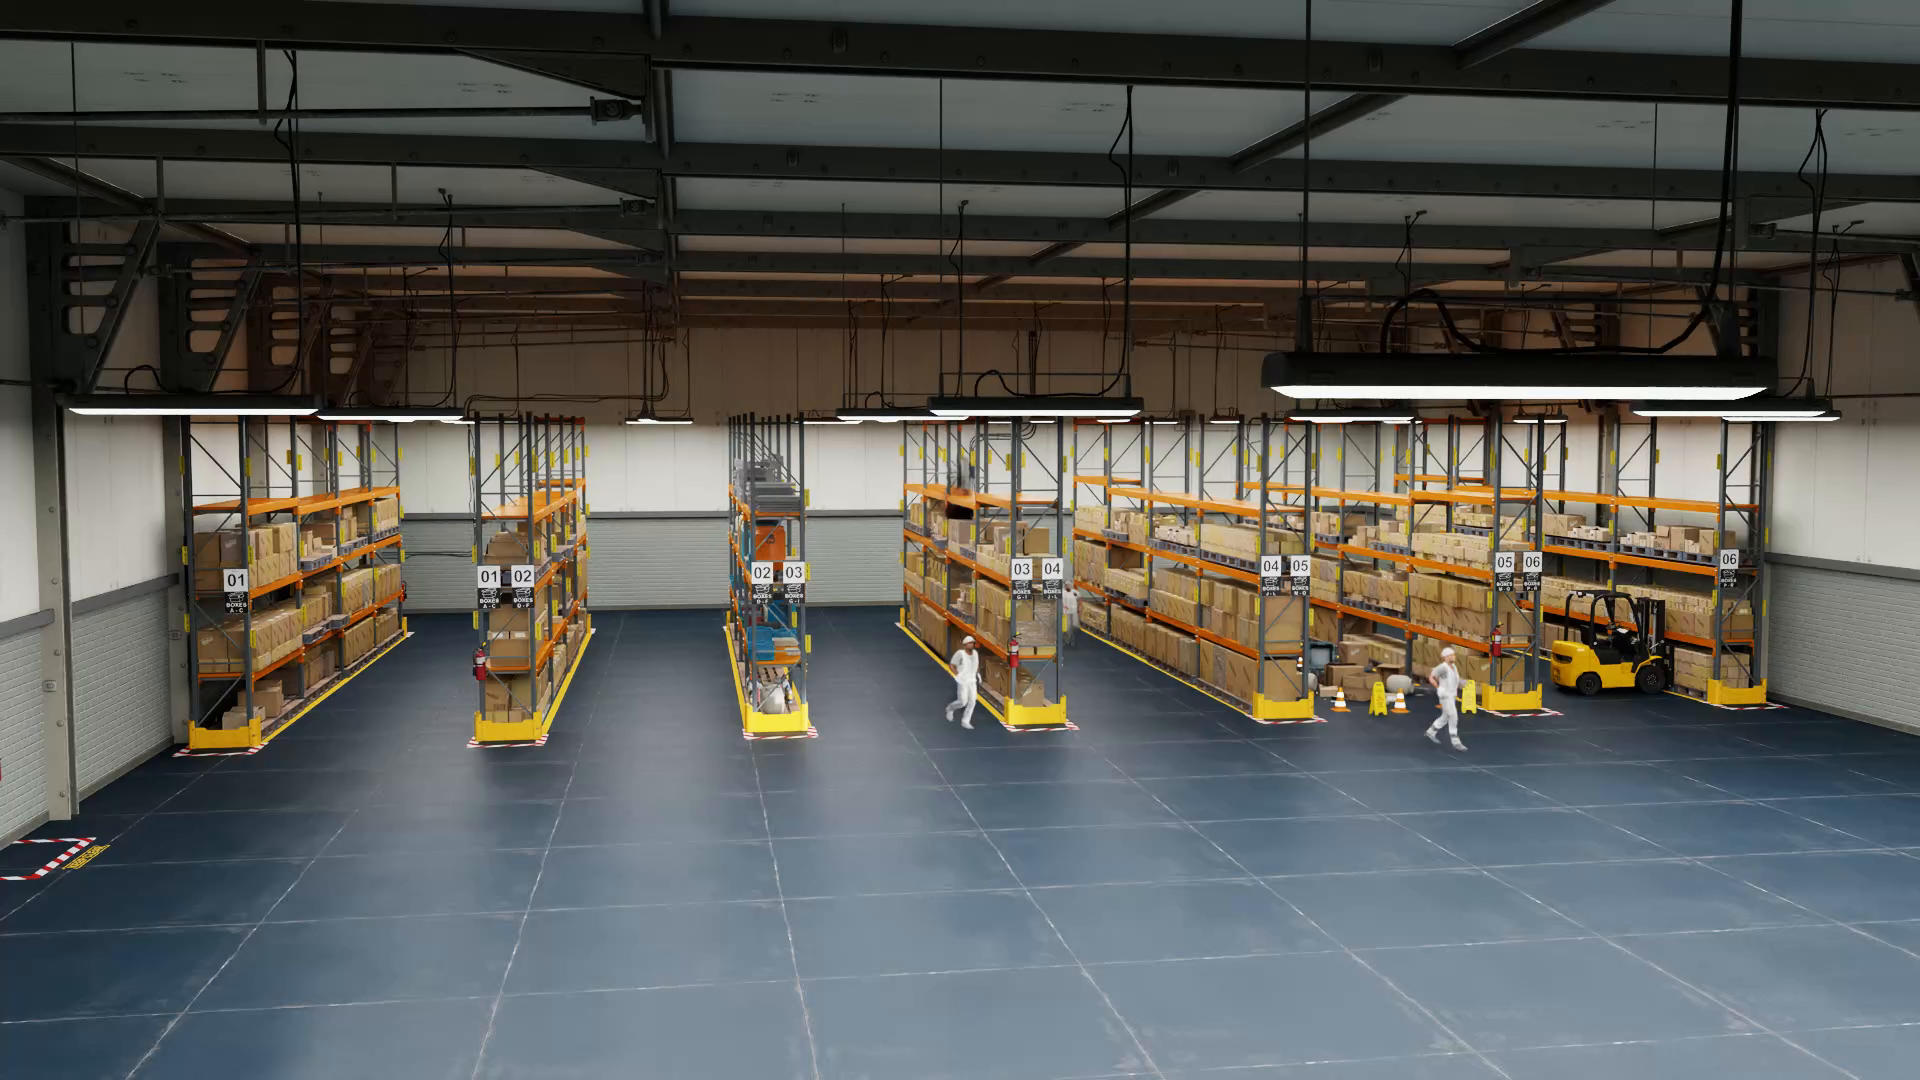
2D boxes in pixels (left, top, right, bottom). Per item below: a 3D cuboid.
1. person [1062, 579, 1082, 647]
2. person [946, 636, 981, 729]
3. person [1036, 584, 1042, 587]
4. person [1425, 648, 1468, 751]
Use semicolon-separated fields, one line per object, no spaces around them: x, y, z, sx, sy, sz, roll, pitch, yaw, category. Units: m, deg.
2.876;1.913;43.420;0.673;1.776;0.694;0;4;-4;person
0.088;2.700;31.832;0.705;1.742;0.679;-3;5;-37;person
2.352;1.549;49.139;0.733;1.695;0.647;3;5;37;person
8.671;2.812;29.610;0.841;1.810;0.659;3;5;38;person
